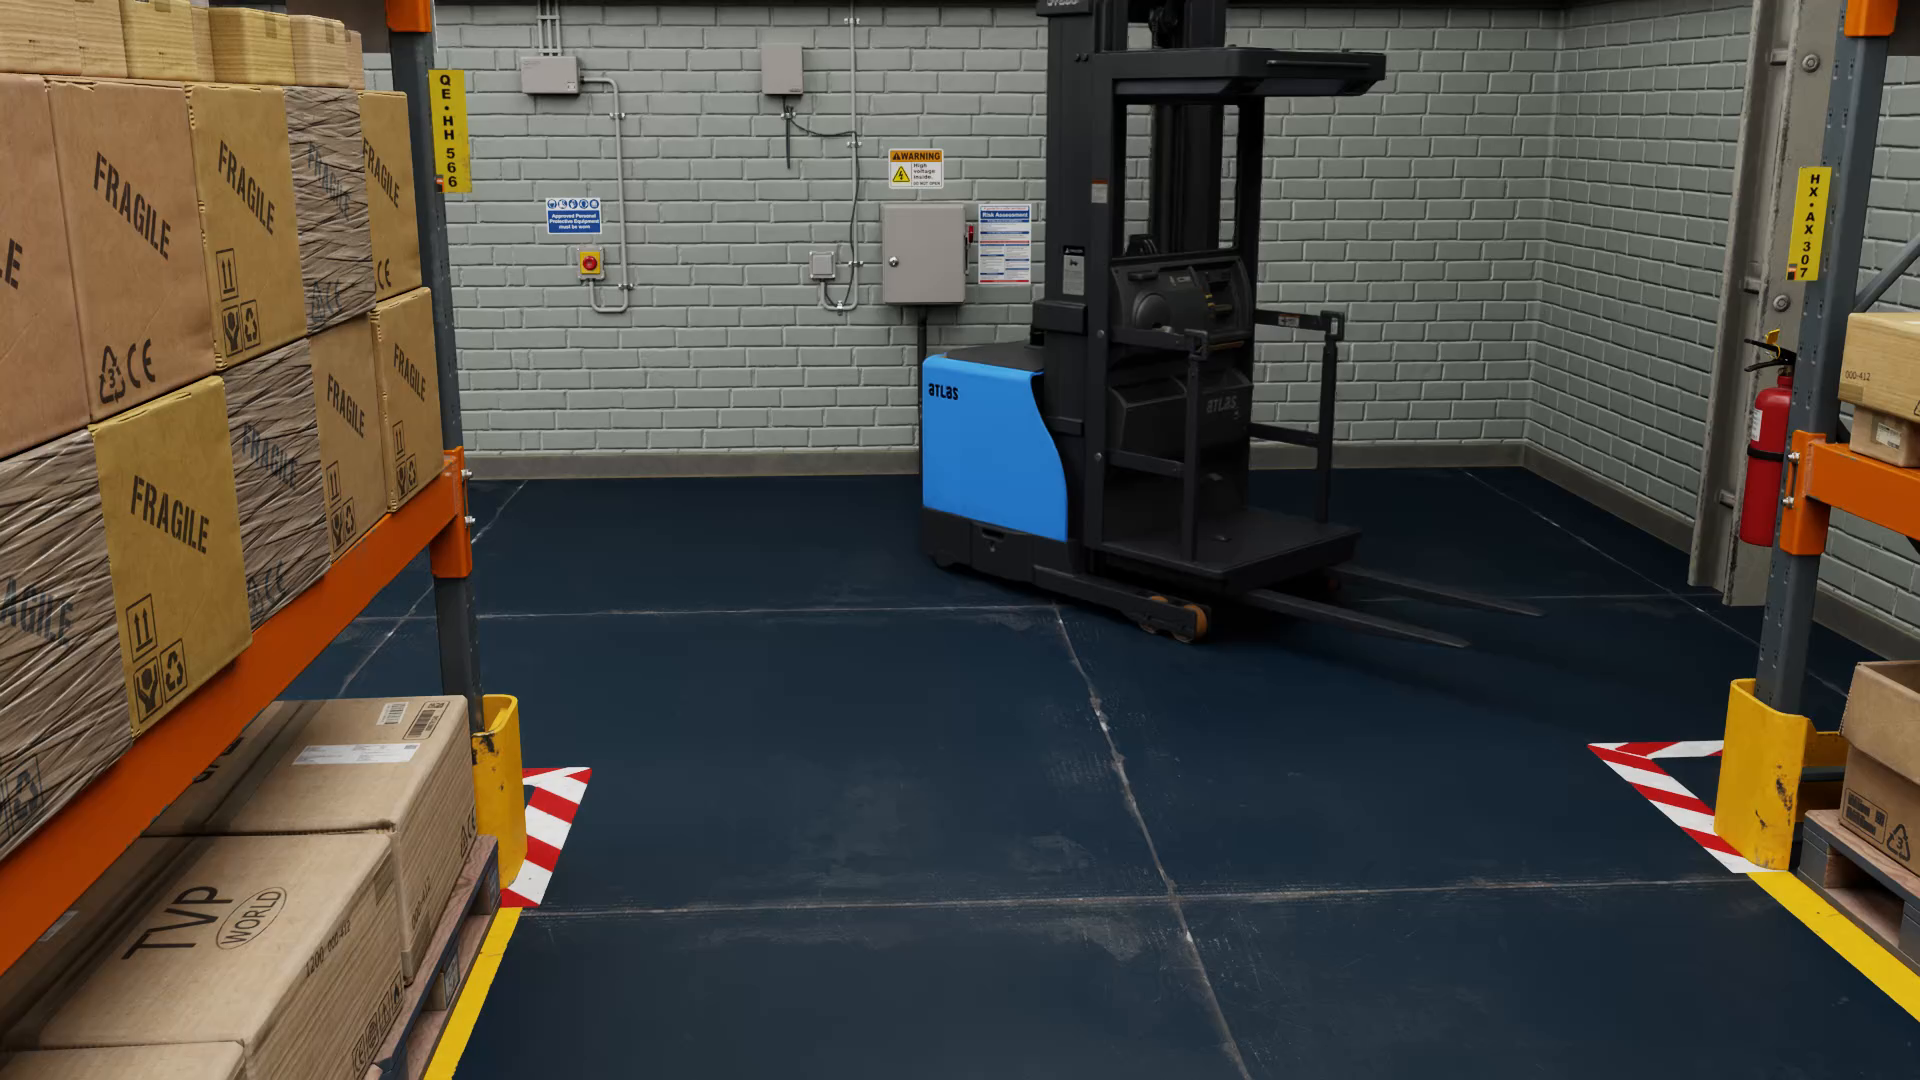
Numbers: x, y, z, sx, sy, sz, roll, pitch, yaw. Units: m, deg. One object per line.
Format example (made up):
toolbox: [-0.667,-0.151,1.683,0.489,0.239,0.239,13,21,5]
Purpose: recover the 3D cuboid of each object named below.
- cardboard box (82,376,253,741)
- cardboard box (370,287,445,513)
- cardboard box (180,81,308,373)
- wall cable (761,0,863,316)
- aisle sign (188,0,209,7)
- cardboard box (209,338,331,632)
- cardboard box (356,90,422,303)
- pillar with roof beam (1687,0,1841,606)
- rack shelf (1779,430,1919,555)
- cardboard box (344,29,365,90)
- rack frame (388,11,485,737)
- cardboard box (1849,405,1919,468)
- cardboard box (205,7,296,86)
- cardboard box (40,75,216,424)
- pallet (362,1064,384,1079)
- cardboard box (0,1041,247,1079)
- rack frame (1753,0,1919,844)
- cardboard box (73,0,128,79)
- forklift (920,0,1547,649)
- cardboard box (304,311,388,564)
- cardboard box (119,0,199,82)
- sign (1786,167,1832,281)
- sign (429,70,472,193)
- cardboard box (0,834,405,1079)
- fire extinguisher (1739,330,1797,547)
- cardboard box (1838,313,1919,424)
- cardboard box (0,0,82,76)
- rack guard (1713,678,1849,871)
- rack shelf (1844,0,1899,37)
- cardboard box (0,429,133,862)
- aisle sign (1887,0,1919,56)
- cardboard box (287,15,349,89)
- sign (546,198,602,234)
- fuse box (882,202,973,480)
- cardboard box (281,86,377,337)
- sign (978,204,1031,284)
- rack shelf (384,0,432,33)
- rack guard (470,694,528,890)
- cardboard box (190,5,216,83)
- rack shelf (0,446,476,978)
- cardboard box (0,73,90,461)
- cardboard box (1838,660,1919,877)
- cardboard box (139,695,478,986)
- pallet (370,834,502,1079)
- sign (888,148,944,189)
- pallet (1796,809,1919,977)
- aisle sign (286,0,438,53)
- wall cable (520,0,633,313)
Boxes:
cardboard box: [-1.538,0.016,2.743,0.500,0.500,0.500,0,14,-2]
cardboard box: [-1.640,-0.365,4.224,0.500,0.500,0.500,-1,14,-3]
cardboard box: [-1.578,-0.596,3.117,0.500,0.500,0.500,-1,14,-4]
wall cable: [-0.892,-2.351,10.106,0.588,1.984,0.122,-1,14,-3]
aisle sign: [-2.228,-1.705,4.416,0.394,0.787,0.004,-1,14,-3]
cardboard box: [-1.583,-0.112,3.242,0.500,0.500,0.500,0,14,-2]
cardboard box: [-1.667,-0.849,4.099,0.500,0.500,0.500,0,14,-2]
pillar with roof beam: [-0.545,-4.033,6.643,9.100,9.000,0.400,-1,14,-3]
rack shelf: [3.143,0.336,3.145,1.077,0.370,4.000,-1,14,-3]
cardboard box: [-1.712,-1.193,4.135,0.380,0.149,0.250,-1,14,-3]
rack frame: [-1.935,-0.432,4.687,1.000,3.000,0.127,-1,14,-3]
cardboard box: [2.766,-0.302,4.686,0.380,0.149,0.250,-1,14,-4]
cardboard box: [-1.598,-1.004,3.400,0.380,0.149,0.250,-1,14,-2]
cardboard box: [-1.549,-0.471,2.631,0.500,0.500,0.500,-1,14,-4]
pallet: [-1.734,1.418,3.090,1.003,0.211,1.213,-1,14,-3]
cardboard box: [-1.675,1.219,2.566,0.875,0.438,0.875,-1,14,-5]
rack frame: [3.019,-0.510,4.989,1.000,3.000,0.127,-1,14,-3]
cardboard box: [-1.581,-0.811,2.650,0.380,0.149,0.250,0,14,-2]
forklift: [1.172,-1.115,7.477,1.130,2.935,3.031,-13,20,-42]
cardboard box: [-1.624,-0.240,3.738,0.500,0.500,0.500,-1,14,-5]
cardboard box: [-1.579,-0.877,2.904,0.380,0.149,0.250,-1,14,-2]
sign: [2.478,-0.921,4.848,0.100,0.325,0.005,-1,14,-3]
sign: [-1.392,-1.113,4.533,0.100,0.325,0.005,-1,14,-3]
cardboard box: [-1.729,0.995,3.438,0.875,0.438,0.875,0,14,-2]
fire extinguisher: [2.549,-0.321,5.159,0.296,0.674,0.183,-1,14,-3]
cardboard box: [2.779,-0.464,4.516,0.500,0.250,0.500,-1,14,-3]
cardboard box: [-1.523,-0.746,2.397,0.380,0.149,0.250,-1,14,-3]
rack guard: [3.024,0.719,5.227,1.175,0.500,0.348,-1,14,-3]
rack shelf: [3.143,-1.117,2.771,1.077,0.370,4.000,-1,14,-3]
cardboard box: [-1.506,0.144,2.245,0.500,0.500,0.500,-1,14,-3]
aisle sign: [2.722,-1.781,4.713,0.394,0.787,0.004,-1,14,-3]
cardboard box: [-1.573,-1.067,3.646,0.380,0.149,0.250,-1,14,-4]
sign: [-2.359,-1.980,10.159,0.327,0.218,0.001,-1,14,-3]
fuse box: [-0.202,-1.207,10.282,0.539,1.711,0.414,-1,14,-3]
cardboard box: [-1.605,-0.719,3.595,0.500,0.500,0.500,-1,14,-3]
sign: [0.279,-1.844,10.363,0.329,0.494,0.001,-1,14,-3]
rack shelf: [-1.811,-1.039,2.470,1.077,0.370,4.000,-1,14,-3]
rack guard: [-1.936,0.772,5.022,1.175,0.500,0.348,-1,14,-3]
cardboard box: [-1.653,-0.938,3.143,0.380,0.149,0.250,-1,14,-4]
rack shelf: [-1.811,0.413,2.844,1.077,0.370,4.000,-1,14,-3]
cardboard box: [-1.520,-0.346,2.143,0.500,0.500,0.500,-1,14,-2]
cardboard box: [2.963,0.649,4.651,0.797,0.503,0.637,-1,15,-6]
cardboard box: [-1.794,0.768,4.322,0.875,0.438,0.875,-1,14,-5]
pallet: [-1.807,1.116,4.267,1.003,0.211,1.213,-1,14,-3]
sign: [-0.270,-2.281,10.215,0.339,0.242,0.001,-1,14,-3]
pallet: [3.074,1.058,4.492,1.003,0.211,1.213,-1,14,-3]
aisle sign: [-1.630,-1.714,4.452,0.394,0.787,0.004,-1,14,-3]
wall cable: [-2.307,-2.342,10.006,0.585,1.953,0.123,-1,14,-3]
